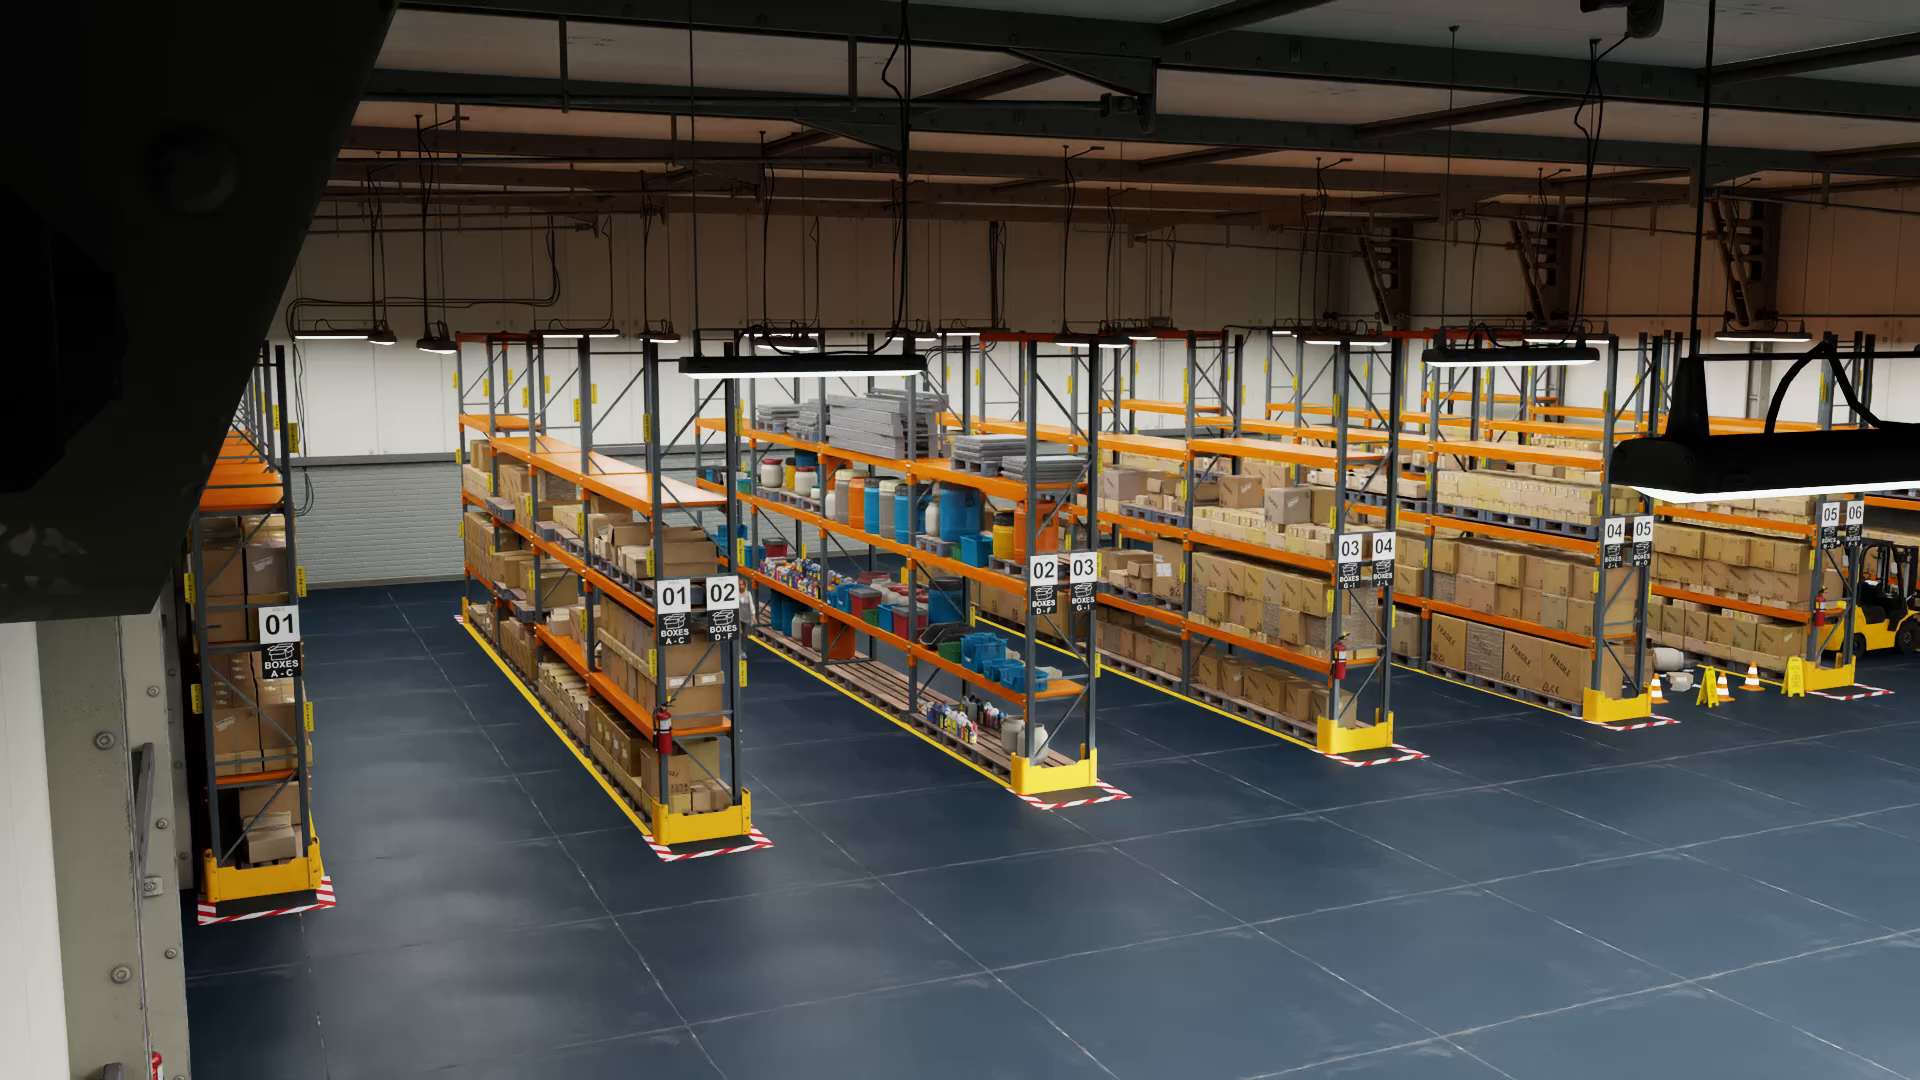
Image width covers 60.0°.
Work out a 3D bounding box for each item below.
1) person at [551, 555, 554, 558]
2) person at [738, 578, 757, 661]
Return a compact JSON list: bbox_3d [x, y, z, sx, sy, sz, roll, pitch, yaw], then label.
[{"bbox_3d":[-8.924,0.655,35.740,1.090,1.744,0.573,3,8,24],"label":"person"},{"bbox_3d":[-3.956,1.465,30.287,0.480,1.547,0.961,-2,8,-15],"label":"person"}]
